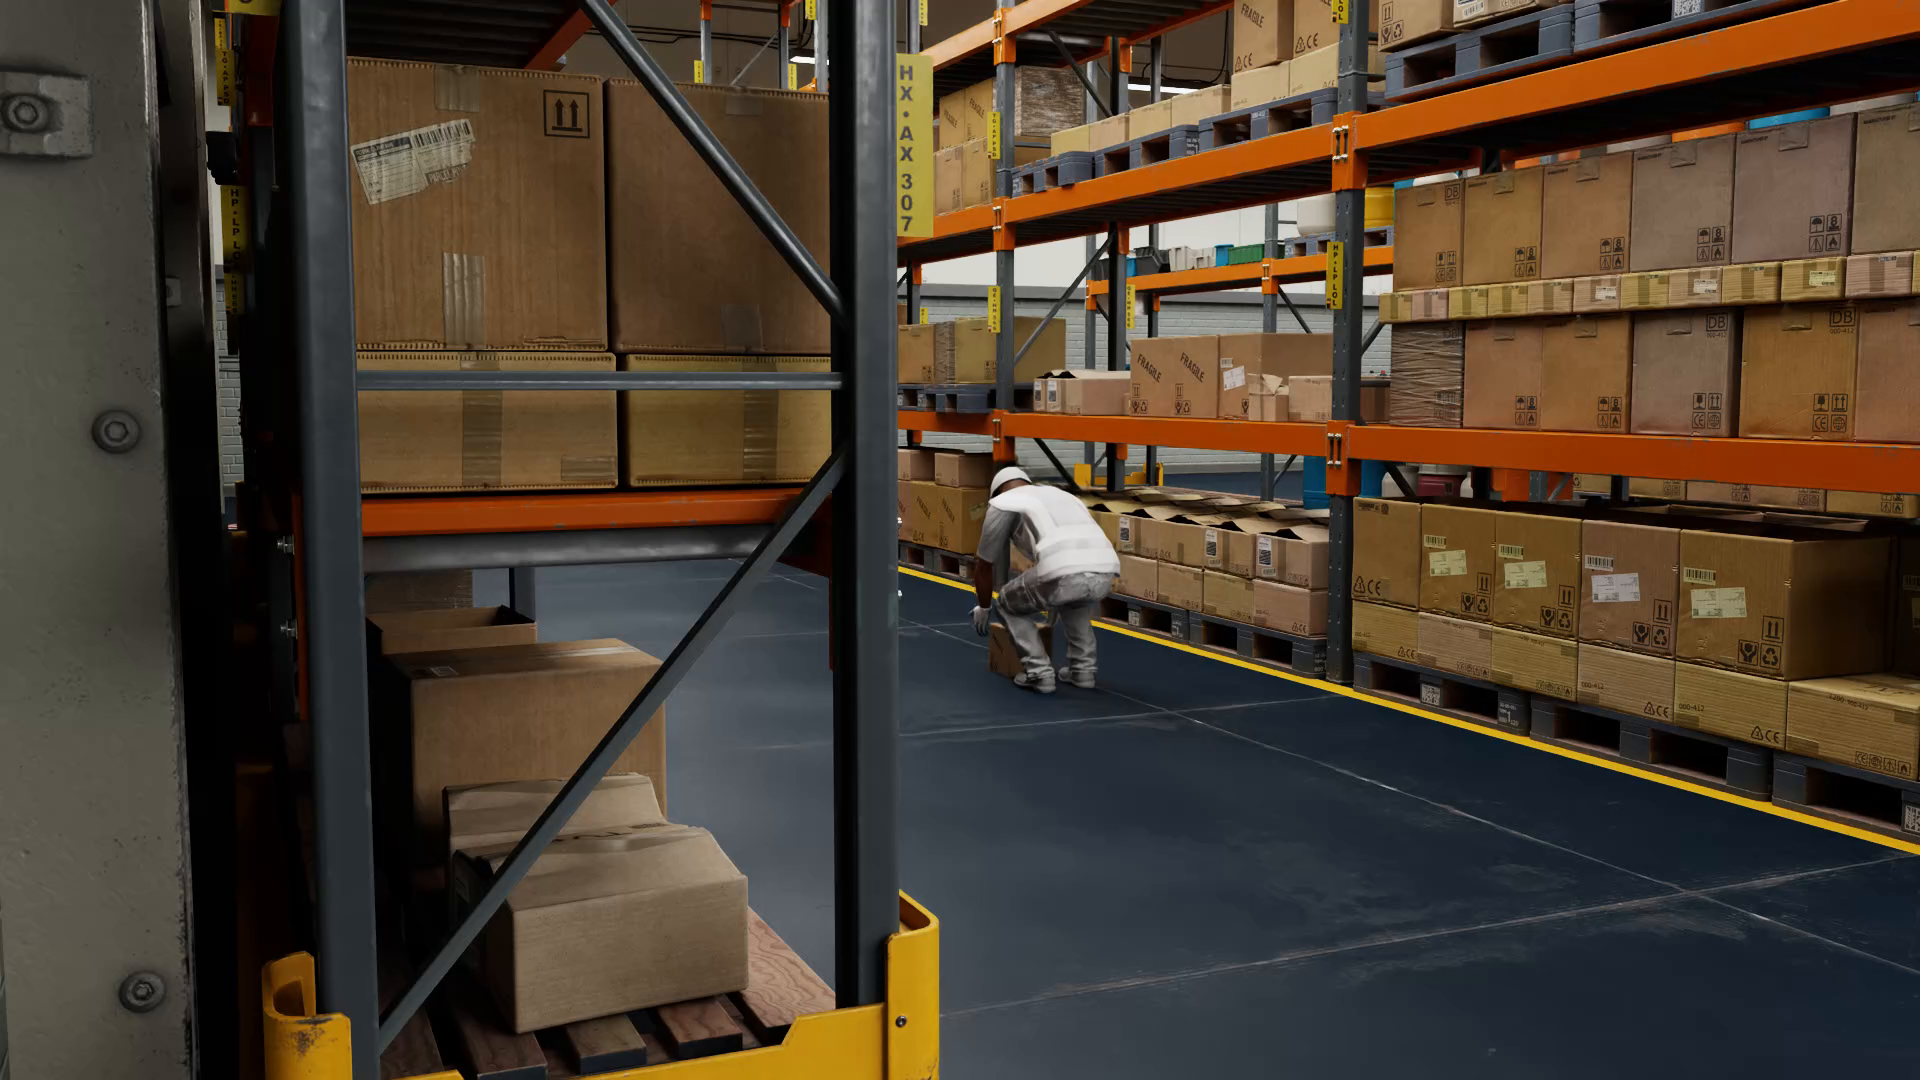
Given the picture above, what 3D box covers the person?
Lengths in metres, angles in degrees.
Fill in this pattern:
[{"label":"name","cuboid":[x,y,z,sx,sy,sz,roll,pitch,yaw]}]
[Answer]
[{"label":"person","cuboid":[0.412,0.202,8.339,0.580,1.062,0.886,-2,6,-24]}]
